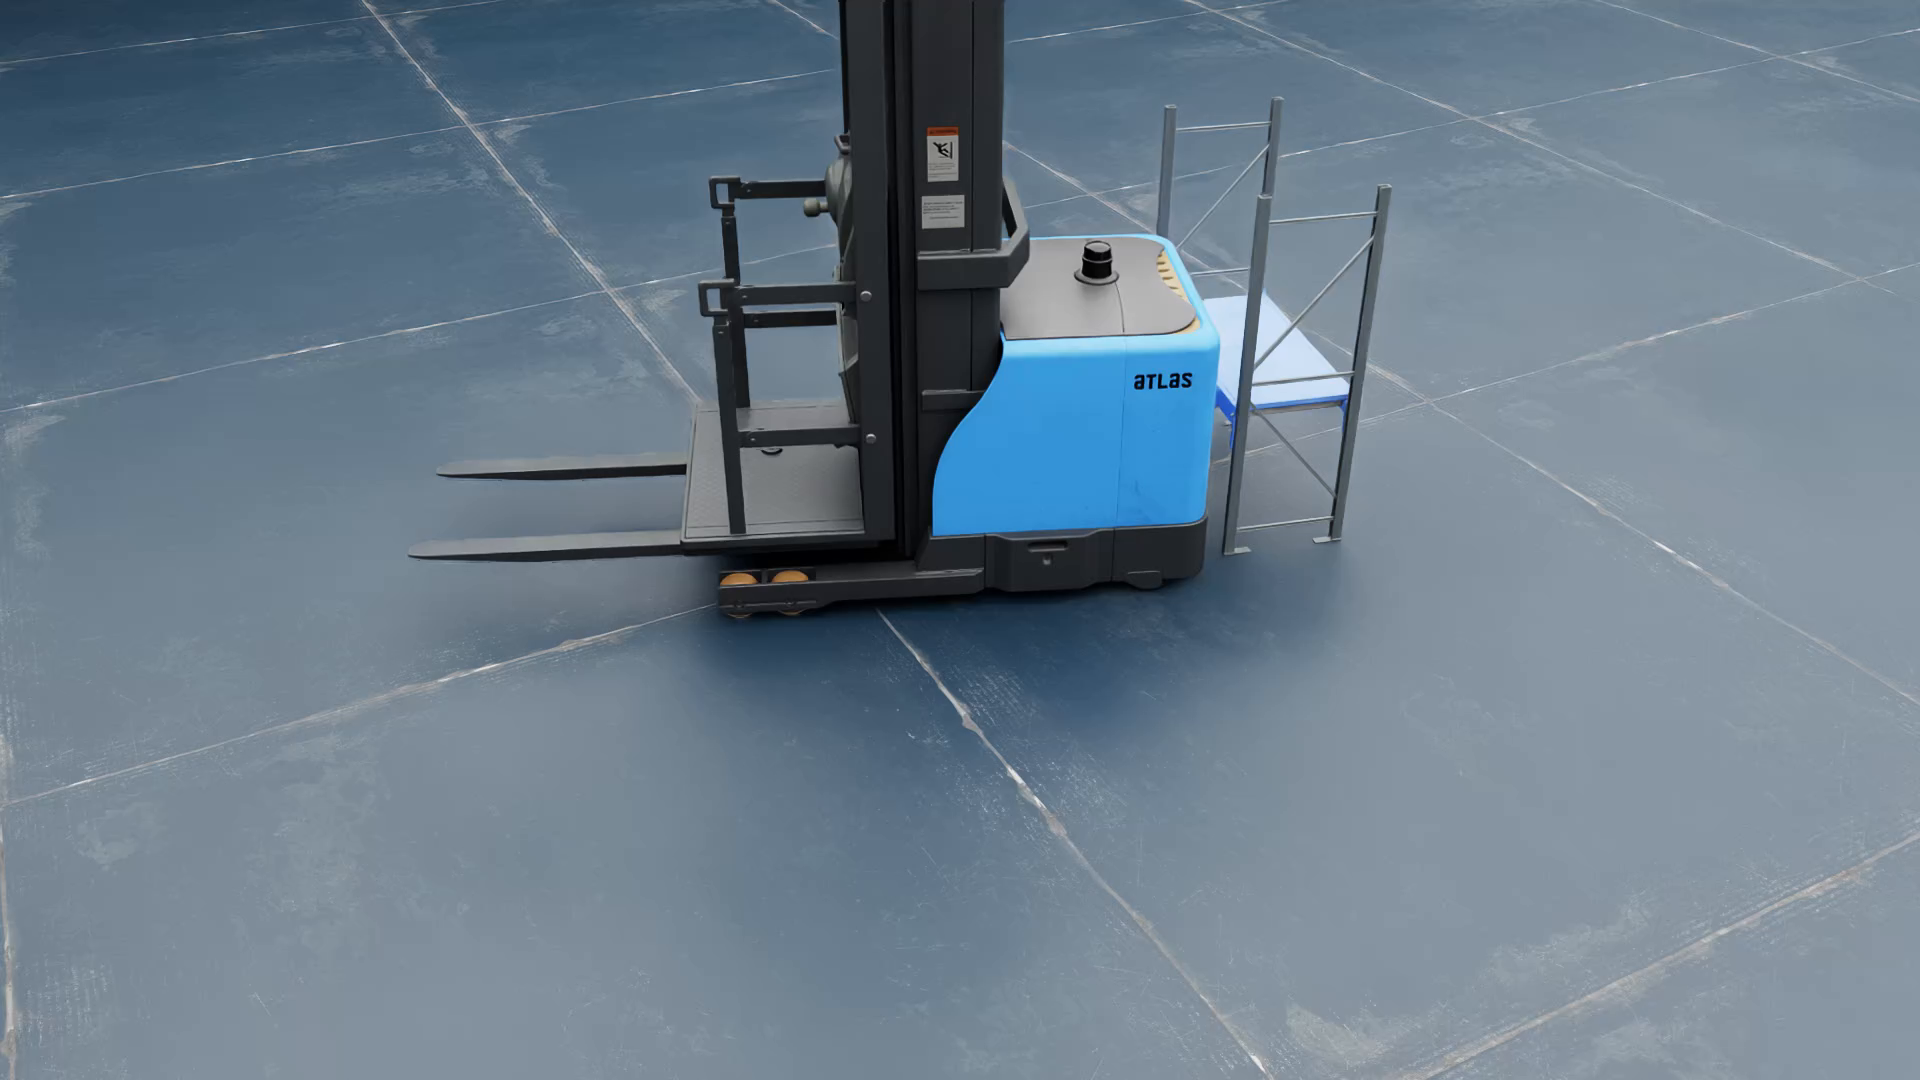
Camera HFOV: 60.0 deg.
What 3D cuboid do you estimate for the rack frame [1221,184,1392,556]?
[{"bbox_3d":[1.297,-0.607,6.307,0.500,1.500,0.032,-7,33,-11],"label":"rack frame"}]

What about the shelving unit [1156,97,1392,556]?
[{"bbox_3d":[1.185,-0.874,6.724,0.538,1.500,1.048,-7,33,-11],"label":"shelving unit"}]

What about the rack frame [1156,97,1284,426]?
[{"bbox_3d":[1.072,-1.142,7.142,0.500,1.500,0.032,-7,33,-11],"label":"rack frame"}]

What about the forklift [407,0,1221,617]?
[{"bbox_3d":[-0.598,-1.240,5.969,3.031,2.935,1.130,-3,33,-4],"label":"forklift"}]

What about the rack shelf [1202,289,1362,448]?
[{"bbox_3d":[1.185,-0.723,6.821,0.538,0.185,1.000,-7,33,-11],"label":"rack shelf"}]
